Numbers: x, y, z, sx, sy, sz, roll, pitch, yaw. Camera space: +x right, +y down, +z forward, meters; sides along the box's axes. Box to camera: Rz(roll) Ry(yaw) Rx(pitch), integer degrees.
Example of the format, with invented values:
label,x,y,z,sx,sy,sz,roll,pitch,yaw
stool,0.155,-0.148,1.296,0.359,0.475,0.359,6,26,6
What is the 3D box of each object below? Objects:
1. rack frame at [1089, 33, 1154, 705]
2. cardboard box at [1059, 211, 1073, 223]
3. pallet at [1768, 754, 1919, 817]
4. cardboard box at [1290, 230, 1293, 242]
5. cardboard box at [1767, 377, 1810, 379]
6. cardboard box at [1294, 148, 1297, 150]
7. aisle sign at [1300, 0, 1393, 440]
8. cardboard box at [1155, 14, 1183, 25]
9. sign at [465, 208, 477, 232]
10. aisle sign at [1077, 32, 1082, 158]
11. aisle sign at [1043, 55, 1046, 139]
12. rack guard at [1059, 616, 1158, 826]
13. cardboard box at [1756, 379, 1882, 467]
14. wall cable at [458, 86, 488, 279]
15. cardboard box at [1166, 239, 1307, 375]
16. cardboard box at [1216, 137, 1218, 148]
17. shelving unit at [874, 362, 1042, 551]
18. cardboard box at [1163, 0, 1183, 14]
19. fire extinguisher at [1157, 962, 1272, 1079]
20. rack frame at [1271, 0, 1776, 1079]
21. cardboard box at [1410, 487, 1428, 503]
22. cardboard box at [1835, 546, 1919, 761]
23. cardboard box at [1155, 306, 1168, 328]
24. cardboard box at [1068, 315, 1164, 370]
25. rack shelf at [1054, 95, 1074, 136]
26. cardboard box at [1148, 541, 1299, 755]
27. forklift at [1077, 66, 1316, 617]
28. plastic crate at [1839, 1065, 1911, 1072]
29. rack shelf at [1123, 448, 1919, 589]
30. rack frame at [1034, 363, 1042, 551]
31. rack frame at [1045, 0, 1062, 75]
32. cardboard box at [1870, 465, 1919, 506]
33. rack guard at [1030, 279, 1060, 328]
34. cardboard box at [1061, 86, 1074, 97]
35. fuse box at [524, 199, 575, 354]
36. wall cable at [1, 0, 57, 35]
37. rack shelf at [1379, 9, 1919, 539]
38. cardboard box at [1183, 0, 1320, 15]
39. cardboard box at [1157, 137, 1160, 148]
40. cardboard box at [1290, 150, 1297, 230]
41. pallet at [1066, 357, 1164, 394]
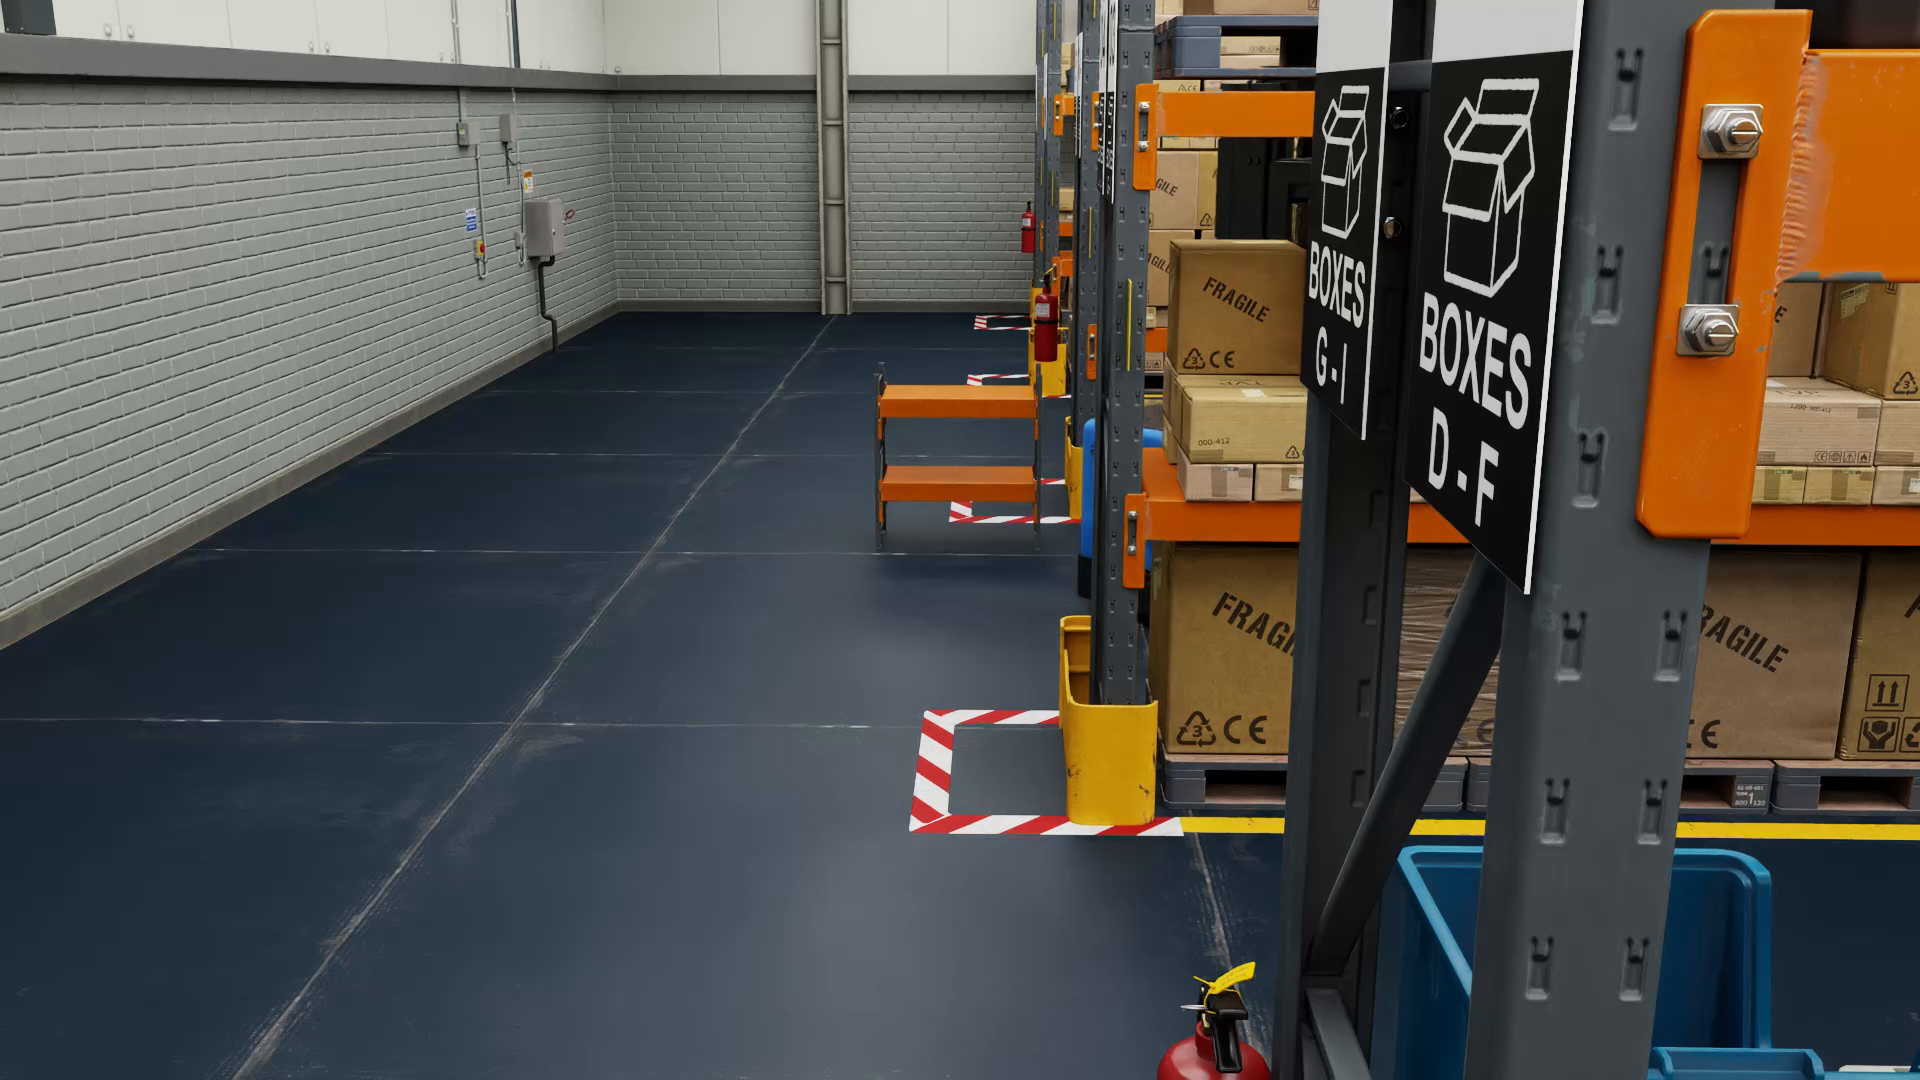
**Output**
label,x,y,z,sx,sy,sz,roll,pitch,yaw
rack frame,0.638,-0.472,6.747,0.127,3.000,1.000,0,15,1
cardboard box,1.336,-4.071,20.883,0.250,0.149,0.380,0,15,1
pallet,3.879,0.878,7.099,1.213,0.211,1.003,0,15,1
cardboard box,2.333,-1.851,11.197,0.500,0.500,0.500,1,15,2
cardboard box,3.159,-0.593,6.919,0.500,0.250,0.500,1,15,3
cardboard box,2.356,-2.467,11.573,0.500,0.500,0.500,1,15,4
aisle sign,0.447,-0.541,1.913,0.004,0.787,0.394,0,15,1
cardboard box,1.308,-3.286,10.850,0.500,0.250,0.500,1,15,2
sign,-4.809,-3.148,16.363,0.001,0.218,0.327,0,15,1
aisle sign,0.785,-2.917,10.919,0.004,0.787,0.394,0,15,1
aisle sign,0.827,-4.335,16.296,0.004,0.787,0.394,0,15,1
rack guard,0.614,0.737,7.067,0.348,0.500,1.175,0,15,1
cardboard box,3.161,-0.459,6.410,0.500,0.250,0.500,1,15,3
wall cable,-4.746,-3.536,16.309,0.123,1.953,0.585,0,15,1
cardboard box,1.132,-0.969,6.875,0.500,0.500,0.500,1,15,2
cardboard box,2.536,-3.759,15.781,0.250,0.149,0.380,1,15,2
shelving unit,-0.007,-0.544,10.697,1.048,1.125,0.538,0,15,1
cardboard box,1.438,-3.482,10.809,0.250,0.149,0.380,1,15,4
fire extinguisher,0.373,0.892,2.460,0.183,0.674,0.296,0,15,1
rack frame,0.512,0.791,1.963,0.053,2.616,0.949,0,15,1
cardboard box,1.758,-0.259,6.435,0.250,0.149,0.380,0,15,1
cardboard box,3.979,0.354,6.960,0.875,0.875,0.875,0,15,1
cardboard box,1.437,-1.538,11.280,0.250,0.149,0.380,1,15,3
cardboard box,1.554,-1.984,16.680,0.875,0.438,0.875,0,15,0
rack shelf,2.891,-4.088,15.986,4.000,0.370,1.077,0,15,1
cardboard box,1.280,0.336,7.026,0.875,0.875,0.875,0,15,1
forklift,2.082,-0.875,8.411,3.031,2.935,1.130,13,20,41
plastic crate,1.332,0.849,2.141,0.243,0.136,0.396,0,15,1
rack shelf,2.638,-0.111,6.790,4.000,0.370,1.077,0,15,1
rack frame,0.501,-0.541,10.684,0.032,1.125,0.500,0,15,1
rack frame,0.891,-5.900,15.561,0.127,3.000,1.000,0,15,1
cardboard box,3.553,-0.248,6.391,0.250,0.149,0.380,1,15,2
rack guard,1.090,-3.056,21.441,0.348,0.500,1.175,0,15,1
cardboard box,1.327,-5.532,20.541,0.250,0.149,0.380,1,15,3
fuse box,-4.547,-2.941,18.634,0.414,1.711,0.539,0,15,1
wall cable,-4.926,-5.844,9.043,0.120,5.999,2.277,0,15,1
rack shelf,2.511,-0.298,1.620,4.000,0.370,1.077,0,15,1
cardboard box,1.159,-2.232,6.325,0.500,0.500,0.700,-1,15,-2
cardboard box,1.760,-3.757,15.772,0.250,0.149,0.380,1,15,3
cardboard box,2.332,-2.330,11.053,0.500,0.500,0.500,0,15,0
pallet,1.693,-1.665,16.738,1.213,0.211,1.003,0,15,1
